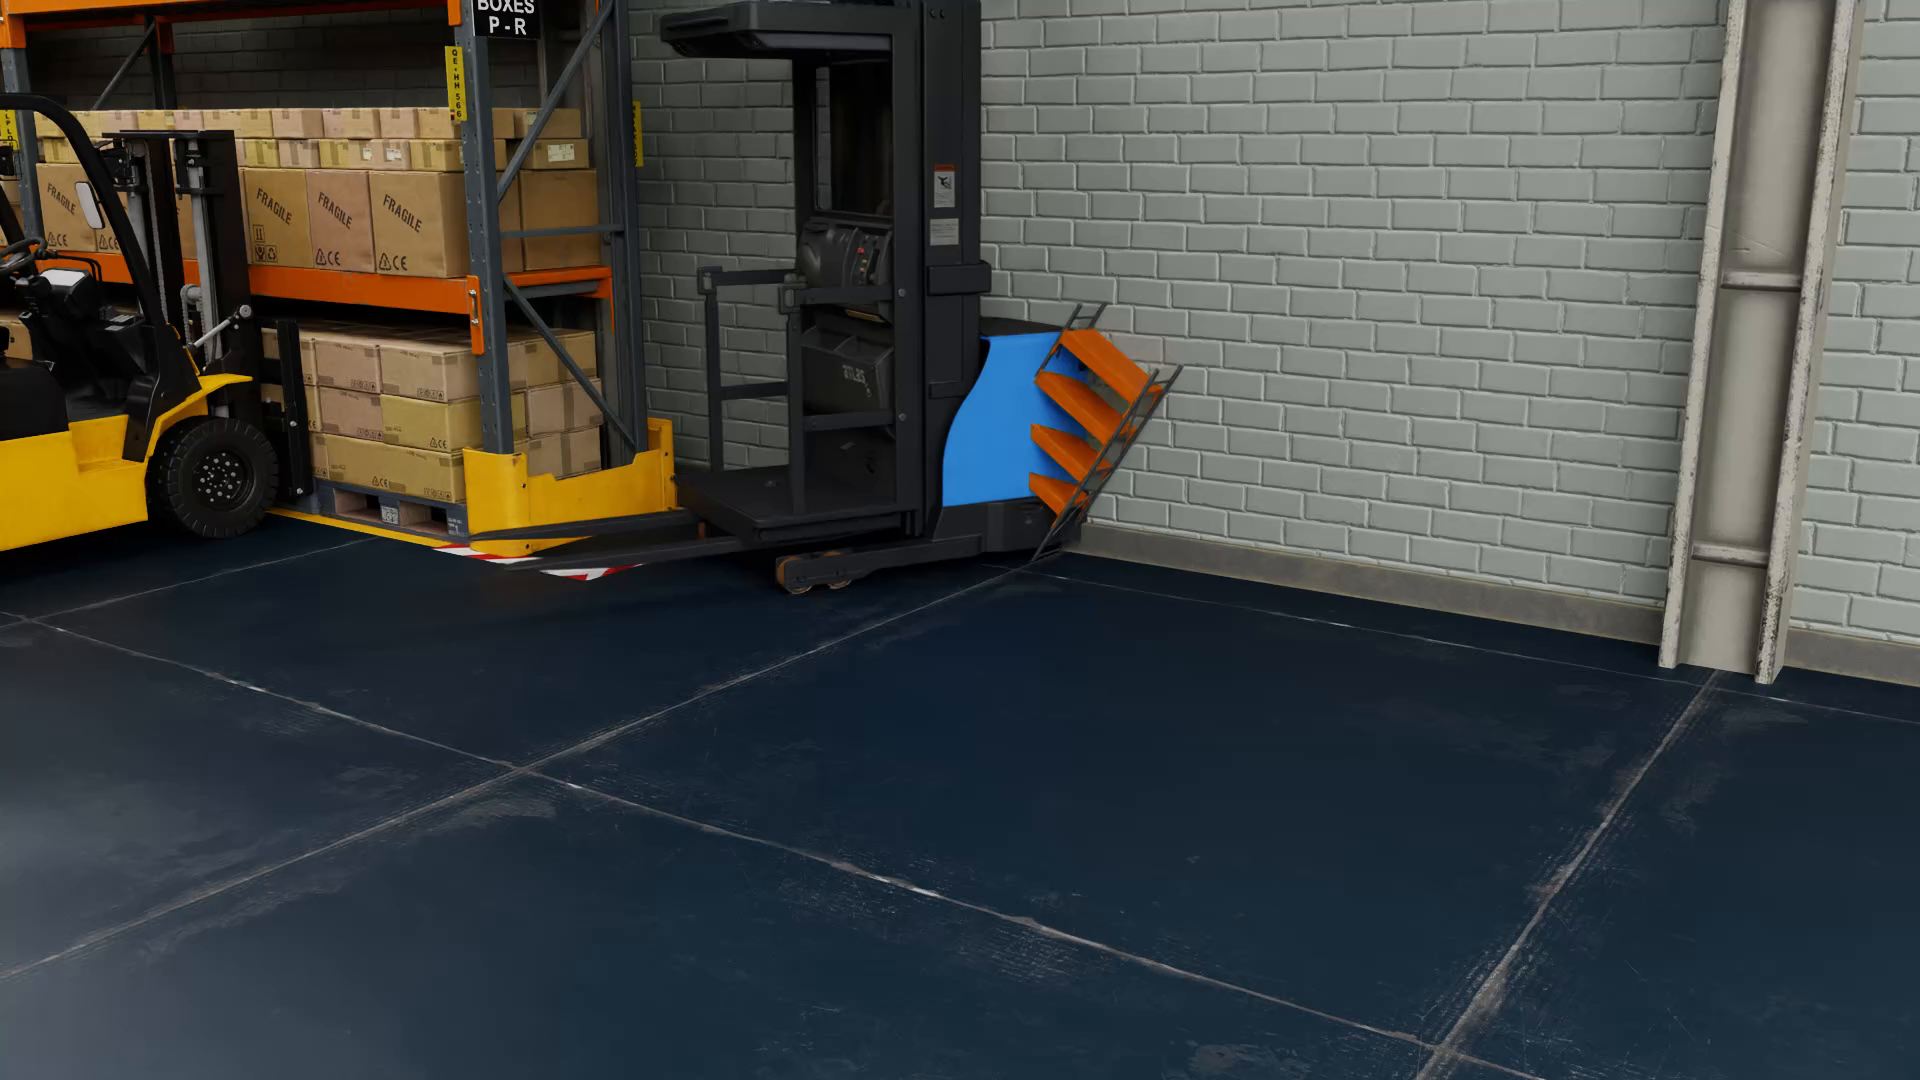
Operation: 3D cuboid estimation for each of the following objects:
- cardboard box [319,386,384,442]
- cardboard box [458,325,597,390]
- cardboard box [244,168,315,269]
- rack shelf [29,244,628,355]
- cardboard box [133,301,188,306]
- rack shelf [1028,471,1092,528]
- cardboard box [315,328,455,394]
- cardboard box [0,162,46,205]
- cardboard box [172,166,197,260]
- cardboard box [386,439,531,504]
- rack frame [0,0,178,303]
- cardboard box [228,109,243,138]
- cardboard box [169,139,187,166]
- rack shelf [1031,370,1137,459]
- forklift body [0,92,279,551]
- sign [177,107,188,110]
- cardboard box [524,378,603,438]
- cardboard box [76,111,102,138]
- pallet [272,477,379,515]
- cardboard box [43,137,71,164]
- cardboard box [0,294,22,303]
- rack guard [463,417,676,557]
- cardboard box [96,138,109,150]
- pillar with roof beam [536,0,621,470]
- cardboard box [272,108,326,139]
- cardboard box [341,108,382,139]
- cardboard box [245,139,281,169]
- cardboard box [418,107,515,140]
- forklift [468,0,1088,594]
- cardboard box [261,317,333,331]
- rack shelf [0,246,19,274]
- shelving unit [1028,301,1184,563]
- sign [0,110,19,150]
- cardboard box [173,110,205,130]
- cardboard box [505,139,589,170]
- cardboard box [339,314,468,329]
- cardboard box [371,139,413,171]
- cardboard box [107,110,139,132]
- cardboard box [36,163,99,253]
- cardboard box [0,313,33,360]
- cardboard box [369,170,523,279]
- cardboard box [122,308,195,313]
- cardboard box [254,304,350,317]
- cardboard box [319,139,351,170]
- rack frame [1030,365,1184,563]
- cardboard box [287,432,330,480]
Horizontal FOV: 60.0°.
[{"bbox_3d":[-2.968,-0.693,8.689,0.500,0.250,0.500,9,17,32],"label":"cardboard box"},{"bbox_3d":[-2.273,-0.966,8.749,0.500,0.250,0.500,9,16,32],"label":"cardboard box"},{"bbox_3d":[-3.385,-1.711,8.785,0.500,0.500,0.500,9,16,32],"label":"cardboard box"},{"bbox_3d":[-3.639,-1.428,9.346,4.000,0.370,1.077,9,17,33],"label":"rack shelf"},{"bbox_3d":[-4.783,-1.372,10.392,0.500,0.250,0.500,10,17,34],"label":"cardboard box"},{"bbox_3d":[0.374,-0.283,7.943,0.480,0.148,0.258,44,31,21],"label":"rack shelf"},{"bbox_3d":[-2.963,-0.930,8.606,0.500,0.250,0.500,10,17,34],"label":"cardboard box"},{"bbox_3d":[-5.849,-2.230,10.361,0.500,0.250,0.500,9,16,32],"label":"cardboard box"},{"bbox_3d":[-4.214,-1.848,9.338,0.500,0.500,0.500,9,17,32],"label":"cardboard box"},{"bbox_3d":[-2.546,-0.378,8.456,0.500,0.250,0.500,9,17,33],"label":"cardboard box"},{"bbox_3d":[-5.299,-2.045,10.343,0.127,3.000,1.000,9,17,33],"label":"rack frame"},{"bbox_3d":[-3.671,-2.227,8.901,0.250,0.149,0.380,9,17,34],"label":"cardboard box"},{"bbox_3d":[-4.135,-2.136,9.152,0.250,0.149,0.380,9,16,31],"label":"cardboard box"},{"bbox_3d":[0.571,-0.598,7.743,0.480,0.148,0.258,44,31,21],"label":"rack shelf"},{"bbox_3d":[-4.571,-0.987,7.836,1.214,2.155,2.313,9,17,33],"label":"forklift body"},{"bbox_3d":[-4.990,-2.615,10.678,0.005,0.325,0.100,9,17,33],"label":"sign"},{"bbox_3d":[-2.254,-0.725,8.818,0.500,0.250,0.500,10,17,34],"label":"cardboard box"},{"bbox_3d":[-4.923,-2.438,9.751,0.250,0.149,0.380,9,17,34],"label":"cardboard box"},{"bbox_3d":[-3.646,-0.413,9.554,1.213,0.211,1.003,9,17,33],"label":"pallet"},{"bbox_3d":[-5.181,-2.314,9.869,0.250,0.149,0.380,9,16,32],"label":"cardboard box"},{"bbox_3d":[-7.003,-1.370,11.684,0.625,0.625,0.875,8,16,31],"label":"cardboard box"},{"bbox_3d":[-1.960,-0.292,8.464,0.348,0.500,1.175,9,17,33],"label":"rack guard"},{"bbox_3d":[-4.734,-2.250,9.611,0.250,0.149,0.380,9,17,33],"label":"cardboard box"},{"bbox_3d":[-4.457,-3.836,5.091,0.400,9.000,9.100,9,17,33],"label":"pillar with roof beam"},{"bbox_3d":[-3.292,-2.140,8.550,0.250,0.149,0.380,10,17,34],"label":"cardboard box"},{"bbox_3d":[-2.849,-2.079,8.304,0.250,0.149,0.380,10,17,34],"label":"cardboard box"},{"bbox_3d":[-3.502,-2.030,8.724,0.250,0.149,0.380,9,17,33],"label":"cardboard box"},{"bbox_3d":[-2.395,-2.023,8.075,0.250,0.149,0.380,9,17,33],"label":"cardboard box"},{"bbox_3d":[-0.720,-1.328,7.587,3.031,2.935,1.130,-8,16,-28],"label":"forklift"},{"bbox_3d":[-3.803,-1.065,9.152,0.500,0.250,0.500,9,16,32],"label":"cardboard box"},{"bbox_3d":[-6.958,-1.964,11.513,4.000,0.370,1.077,9,17,33],"label":"rack shelf"},{"bbox_3d":[0.498,-0.481,7.818,0.503,1.200,0.258,44,31,21],"label":"shelving unit"},{"bbox_3d":[-5.594,-2.459,9.771,0.005,0.325,0.100,9,17,33],"label":"sign"},{"bbox_3d":[-4.087,-2.294,9.172,0.250,0.149,0.380,9,17,33],"label":"cardboard box"},{"bbox_3d":[-2.116,-1.970,8.479,0.250,0.149,0.380,9,16,31],"label":"cardboard box"},{"bbox_3d":[-3.099,-1.101,9.296,0.500,0.250,0.500,9,17,32],"label":"cardboard box"},{"bbox_3d":[-2.652,-1.891,8.163,0.250,0.149,0.380,9,17,34],"label":"cardboard box"},{"bbox_3d":[-4.560,-2.347,9.384,0.250,0.149,0.380,10,17,34],"label":"cardboard box"},{"bbox_3d":[-5.076,-1.982,9.881,0.500,0.500,0.500,9,16,31],"label":"cardboard box"},{"bbox_3d":[-5.738,-1.164,10.852,0.625,0.625,0.875,10,17,35],"label":"cardboard box"},{"bbox_3d":[-2.535,-1.571,8.219,0.500,0.500,0.500,9,16,32],"label":"cardboard box"},{"bbox_3d":[-4.654,-1.202,9.703,0.500,0.250,0.500,9,17,33],"label":"cardboard box"},{"bbox_3d":[-3.942,-1.237,9.845,0.500,0.250,0.500,9,17,33],"label":"cardboard box"},{"bbox_3d":[-3.033,-1.974,8.496,0.250,0.149,0.380,9,17,32],"label":"cardboard box"},{"bbox_3d":[0.662,-0.323,7.729,0.015,1.200,0.240,44,31,21],"label":"rack frame"},{"bbox_3d":[-3.363,-0.516,9.012,0.500,0.250,0.500,9,17,33],"label":"cardboard box"}]
